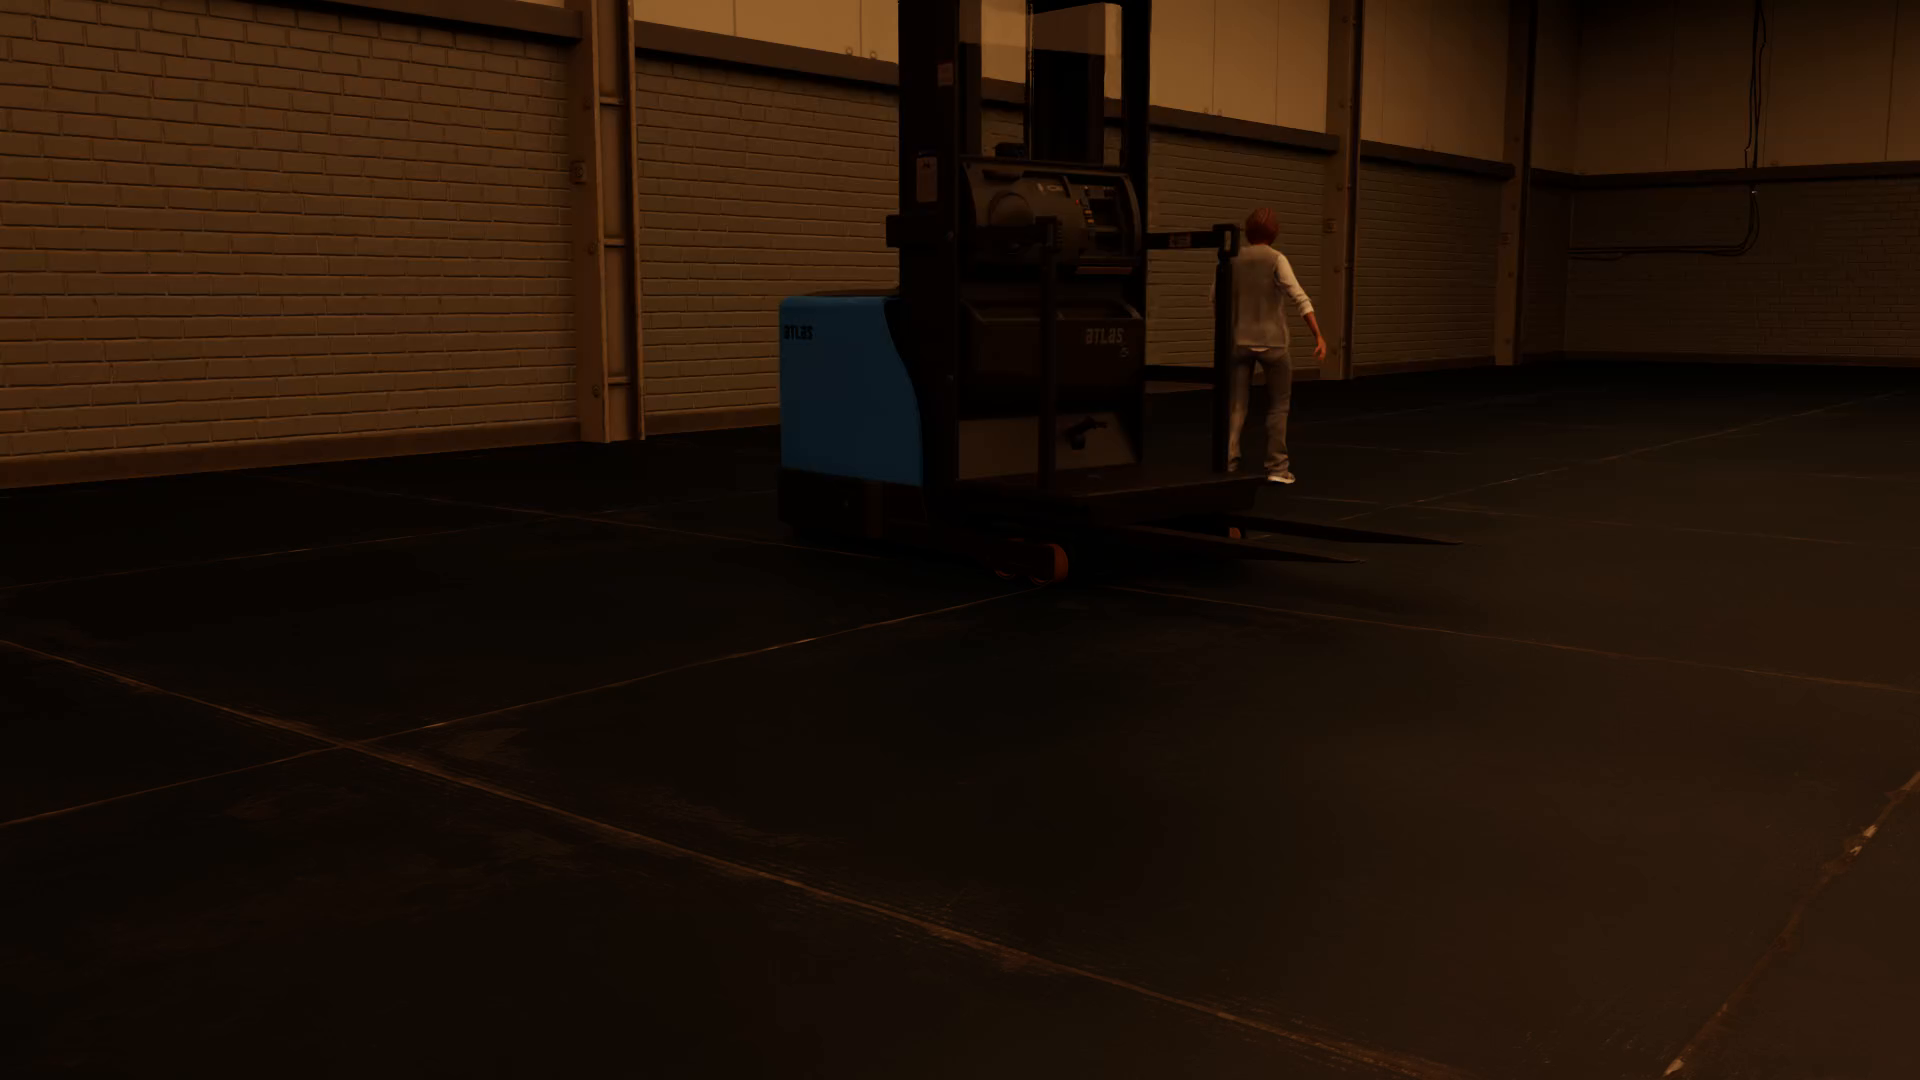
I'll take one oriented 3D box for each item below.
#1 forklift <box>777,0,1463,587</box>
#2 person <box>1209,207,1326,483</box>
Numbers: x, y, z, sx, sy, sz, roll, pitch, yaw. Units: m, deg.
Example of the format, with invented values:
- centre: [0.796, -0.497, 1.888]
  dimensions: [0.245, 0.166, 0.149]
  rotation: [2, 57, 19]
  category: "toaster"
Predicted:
- centre: [0.522, -1.357, 6.556]
  dimensions: [1.130, 2.935, 3.031]
  rotation: [-7, 11, -40]
  category: "forklift"
- centre: [1.734, -1.085, 9.448]
  dimensions: [0.822, 1.579, 0.710]
  rotation: [5, 10, 31]
  category: "person"
